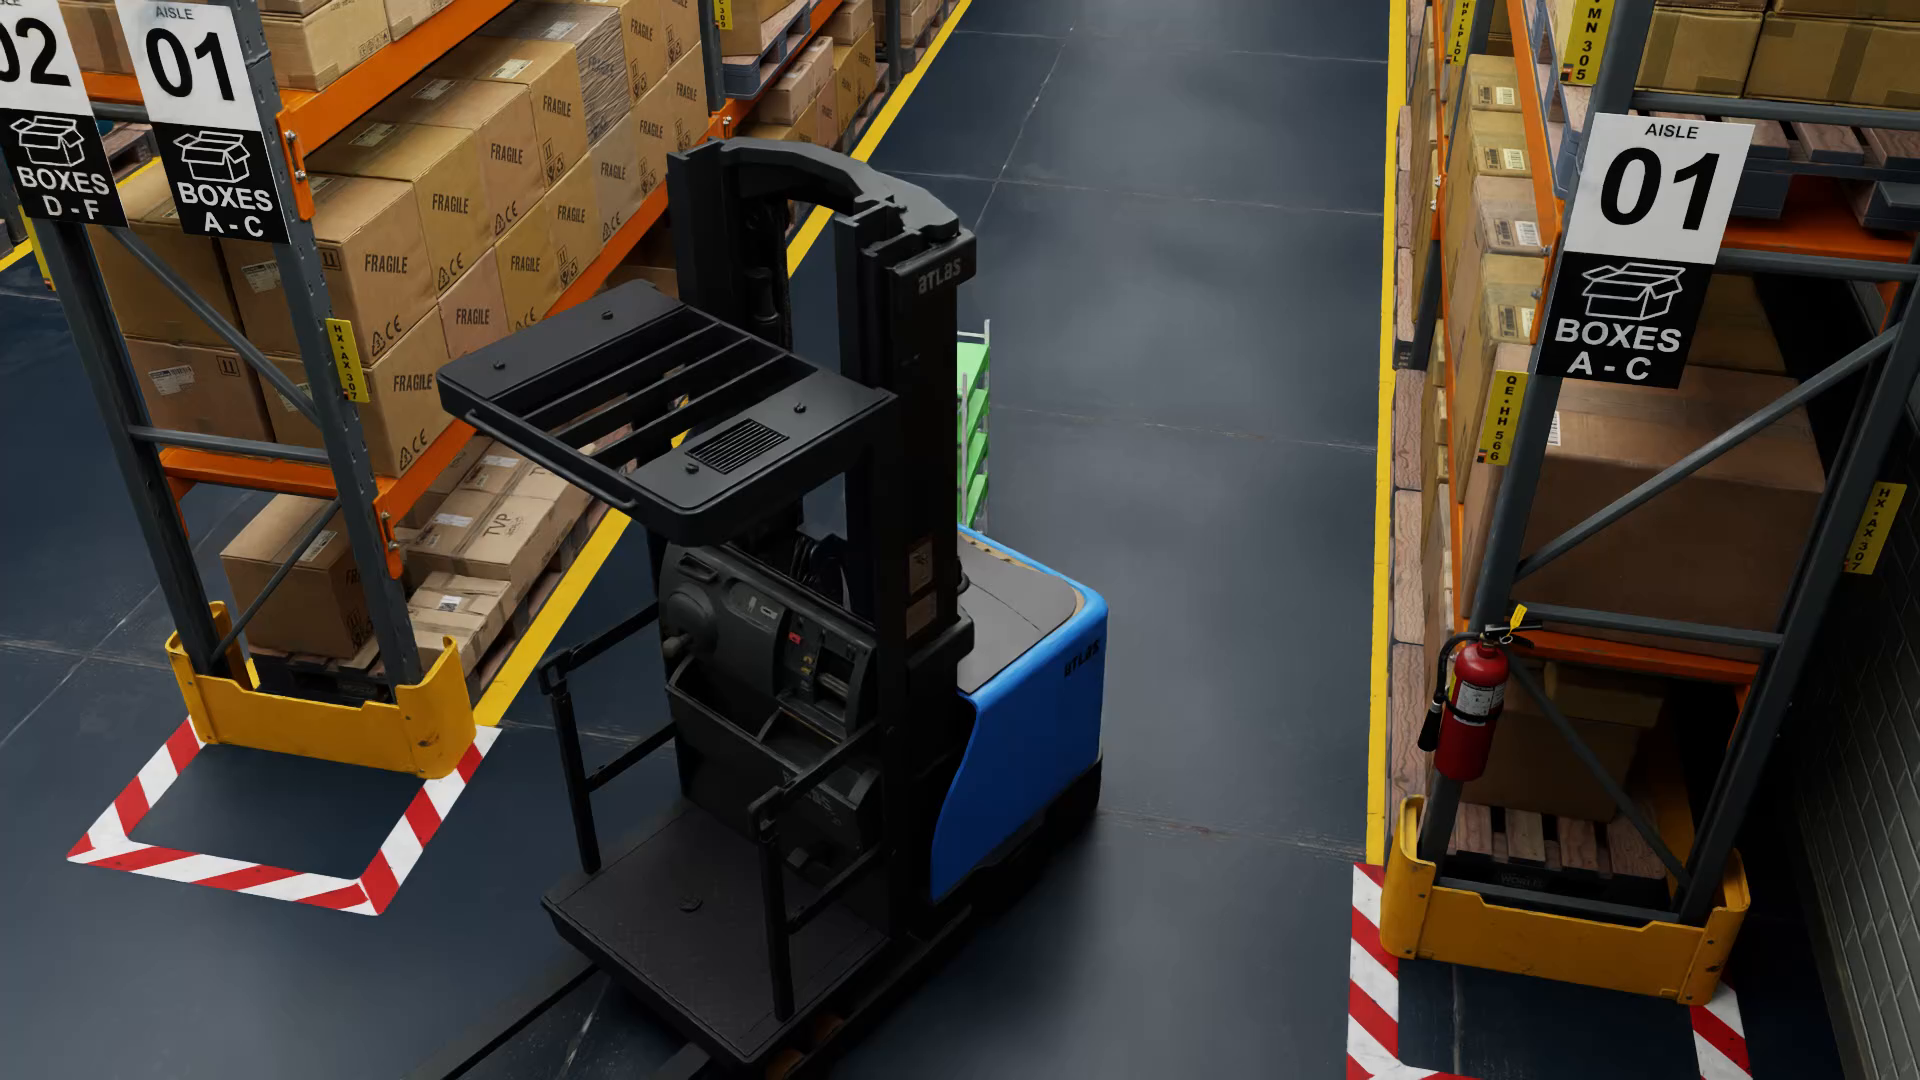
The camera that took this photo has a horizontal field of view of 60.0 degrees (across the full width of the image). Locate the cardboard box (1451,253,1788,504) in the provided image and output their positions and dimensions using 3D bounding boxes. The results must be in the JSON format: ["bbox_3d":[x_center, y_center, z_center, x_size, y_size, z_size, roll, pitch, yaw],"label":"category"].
[{"bbox_3d":[2.407,-0.558,6.208,0.980,0.700,0.700,7,37,10],"label":"cardboard box"}]

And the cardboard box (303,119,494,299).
[{"bbox_3d":[-2.220,-1.311,6.565,0.500,0.500,0.500,8,37,10],"label":"cardboard box"}]

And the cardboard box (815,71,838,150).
[{"bbox_3d":[-1.155,-2.932,11.494,0.500,0.500,0.500,6,36,8],"label":"cardboard box"}]

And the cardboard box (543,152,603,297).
[{"bbox_3d":[-2.001,-1.475,7.644,0.500,0.500,0.500,8,37,11],"label":"cardboard box"}]

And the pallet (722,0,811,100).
[{"bbox_3d":[-1.545,-3.003,10.001,1.003,0.211,1.213,7,37,10],"label":"pallet"}]

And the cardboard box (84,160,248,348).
[{"bbox_3d":[-2.850,-1.078,6.245,0.500,0.500,0.500,7,37,10],"label":"cardboard box"}]

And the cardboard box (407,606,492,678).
[{"bbox_3d":[-2.252,0.436,7.147,0.380,0.149,0.250,7,37,10],"label":"cardboard box"}]

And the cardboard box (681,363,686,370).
[{"bbox_3d":[-1.688,-1.076,9.233,0.380,0.149,0.250,7,37,10],"label":"cardboard box"}]

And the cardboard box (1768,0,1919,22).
[{"bbox_3d":[2.555,-1.781,4.641,0.500,0.500,0.500,6,36,8],"label":"cardboard box"}]

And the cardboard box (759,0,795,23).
[{"bbox_3d":[-1.418,-3.493,10.070,0.700,0.500,0.500,13,38,17],"label":"cardboard box"}]

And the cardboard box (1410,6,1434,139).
[{"bbox_3d":[3.587,-3.205,11.591,0.750,0.750,0.750,7,36,9],"label":"cardboard box"}]

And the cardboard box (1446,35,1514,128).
[{"bbox_3d":[2.870,-2.483,8.764,0.500,0.500,0.500,7,36,9],"label":"cardboard box"}]

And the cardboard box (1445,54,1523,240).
[{"bbox_3d":[2.886,-1.830,7.964,0.980,0.700,0.700,8,37,11],"label":"cardboard box"}]

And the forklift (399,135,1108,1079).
[{"bbox_3d":[-0.778,0.364,5.250,1.130,2.935,3.031,27,44,32],"label":"forklift"}]

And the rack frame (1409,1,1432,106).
[{"bbox_3d":[3.872,-4.311,11.642,1.000,3.000,0.127,7,37,10],"label":"rack frame"}]

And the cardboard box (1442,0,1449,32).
[{"bbox_3d":[3.187,-3.351,9.961,0.500,0.500,0.500,8,37,11],"label":"cardboard box"}]

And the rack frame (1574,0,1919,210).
[{"bbox_3d":[2.163,-2.154,3.553,1.000,3.000,0.127,7,37,10],"label":"rack frame"}]

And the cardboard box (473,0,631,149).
[{"bbox_3d":[-1.892,-2.177,7.760,0.500,0.500,0.500,8,37,10],"label":"cardboard box"}]

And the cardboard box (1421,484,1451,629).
[{"bbox_3d":[2.429,0.128,7.289,0.700,0.500,0.500,6,36,8],"label":"cardboard box"}]

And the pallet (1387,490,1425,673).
[{"bbox_3d":[2.520,0.239,7.740,1.003,0.211,1.213,7,37,10],"label":"pallet"}]

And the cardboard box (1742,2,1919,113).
[{"bbox_3d":[2.559,-1.477,4.860,0.500,0.250,0.500,9,37,12],"label":"cardboard box"}]

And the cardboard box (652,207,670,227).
[{"bbox_3d":[-1.997,-2.121,10.376,0.500,0.500,0.500,7,37,10],"label":"cardboard box"}]

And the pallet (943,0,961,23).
[{"bbox_3d":[-0.491,-4.965,14.921,1.003,0.211,1.213,7,37,10],"label":"pallet"}]

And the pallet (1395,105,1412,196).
[{"bbox_3d":[3.630,-2.739,11.850,1.003,0.211,1.213,7,37,10],"label":"pallet"}]

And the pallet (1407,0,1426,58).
[{"bbox_3d":[4.303,-4.327,14.040,1.003,0.211,1.213,7,37,10],"label":"pallet"}]

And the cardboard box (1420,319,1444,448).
[{"bbox_3d":[2.758,-0.760,8.515,0.700,0.500,0.500,8,37,11],"label":"cardboard box"}]

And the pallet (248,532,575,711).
[{"bbox_3d":[-2.491,0.285,7.677,1.003,0.211,1.213,7,37,10],"label":"pallet"}]

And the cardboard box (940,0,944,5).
[{"bbox_3d":[-0.358,-4.837,14.353,0.500,0.250,0.500,6,36,9],"label":"cardboard box"}]

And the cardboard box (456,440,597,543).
[{"bbox_3d":[-2.070,-0.258,8.018,0.500,0.250,0.500,7,37,10],"label":"cardboard box"}]

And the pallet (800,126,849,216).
[{"bbox_3d":[-1.427,-2.680,11.768,1.003,0.211,1.213,7,37,10],"label":"pallet"}]

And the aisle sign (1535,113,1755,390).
[{"bbox_3d":[1.855,-0.774,4.546,0.394,0.787,0.004,7,37,10],"label":"aisle sign"}]

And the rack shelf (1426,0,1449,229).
[{"bbox_3d":[3.445,-2.873,10.271,1.077,0.370,4.000,7,37,10],"label":"rack shelf"}]

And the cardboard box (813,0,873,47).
[{"bbox_3d":[-0.946,-3.801,12.055,0.500,0.250,0.500,9,37,12],"label":"cardboard box"}]

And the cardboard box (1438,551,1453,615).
[{"bbox_3d":[2.118,0.198,6.640,0.380,0.149,0.250,8,37,11],"label":"cardboard box"}]

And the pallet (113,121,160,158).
[{"bbox_3d":[-6.197,-3.269,12.581,1.003,0.211,1.213,7,37,10],"label":"pallet"}]

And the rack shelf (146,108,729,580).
[{"bbox_3d":[-2.250,-1.199,7.961,1.077,0.370,4.000,7,37,10],"label":"rack shelf"}]

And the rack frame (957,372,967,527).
[{"bbox_3d":[-0.087,-0.251,7.574,0.240,1.200,0.015,7,37,10],"label":"rack frame"}]

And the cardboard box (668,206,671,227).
[{"bbox_3d":[-1.481,-2.049,10.277,0.500,0.500,0.500,6,36,8],"label":"cardboard box"}]

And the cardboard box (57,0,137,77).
[{"bbox_3d":[-2.825,-1.825,5.783,0.500,0.250,0.500,7,37,10],"label":"cardboard box"}]

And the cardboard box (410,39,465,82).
[{"bbox_3d":[-2.527,-1.960,7.462,0.500,0.500,0.500,8,37,11],"label":"cardboard box"}]

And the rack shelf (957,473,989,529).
[{"bbox_3d":[-0.035,-0.145,7.945,0.258,0.148,0.480,7,37,10],"label":"rack shelf"}]

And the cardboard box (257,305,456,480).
[{"bbox_3d":[-2.324,-0.605,6.444,0.500,0.500,0.500,8,37,11],"label":"cardboard box"}]

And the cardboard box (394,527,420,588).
[{"bbox_3d":[-2.627,0.062,7.648,0.380,0.166,0.250,7,37,10],"label":"cardboard box"}]

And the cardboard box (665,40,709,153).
[{"bbox_3d":[-1.678,-2.358,8.863,0.500,0.500,0.500,8,37,11],"label":"cardboard box"}]

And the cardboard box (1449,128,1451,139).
[{"bbox_3d":[2.813,-2.153,8.862,0.380,0.149,0.250,8,37,10],"label":"cardboard box"}]

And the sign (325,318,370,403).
[{"bbox_3d":[-2.147,-0.626,5.820,0.100,0.325,0.005,7,37,10],"label":"sign"}]

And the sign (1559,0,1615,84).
[{"bbox_3d":[1.636,-1.342,4.302,0.100,0.325,0.005,7,37,10],"label":"sign"}]

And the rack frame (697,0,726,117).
[{"bbox_3d":[-1.822,-2.637,9.332,1.000,3.000,0.127,7,37,10],"label":"rack frame"}]

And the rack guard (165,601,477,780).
[{"bbox_3d":[-2.661,0.625,6.961,1.175,0.500,0.348,7,37,10],"label":"rack guard"}]

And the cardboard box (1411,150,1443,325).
[{"bbox_3d":[3.030,-1.706,9.522,0.750,0.750,0.750,8,37,11],"label":"cardboard box"}]

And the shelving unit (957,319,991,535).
[{"bbox_3d":[-0.035,-0.391,7.767,0.258,1.200,0.503,7,37,10],"label":"shelving unit"}]
